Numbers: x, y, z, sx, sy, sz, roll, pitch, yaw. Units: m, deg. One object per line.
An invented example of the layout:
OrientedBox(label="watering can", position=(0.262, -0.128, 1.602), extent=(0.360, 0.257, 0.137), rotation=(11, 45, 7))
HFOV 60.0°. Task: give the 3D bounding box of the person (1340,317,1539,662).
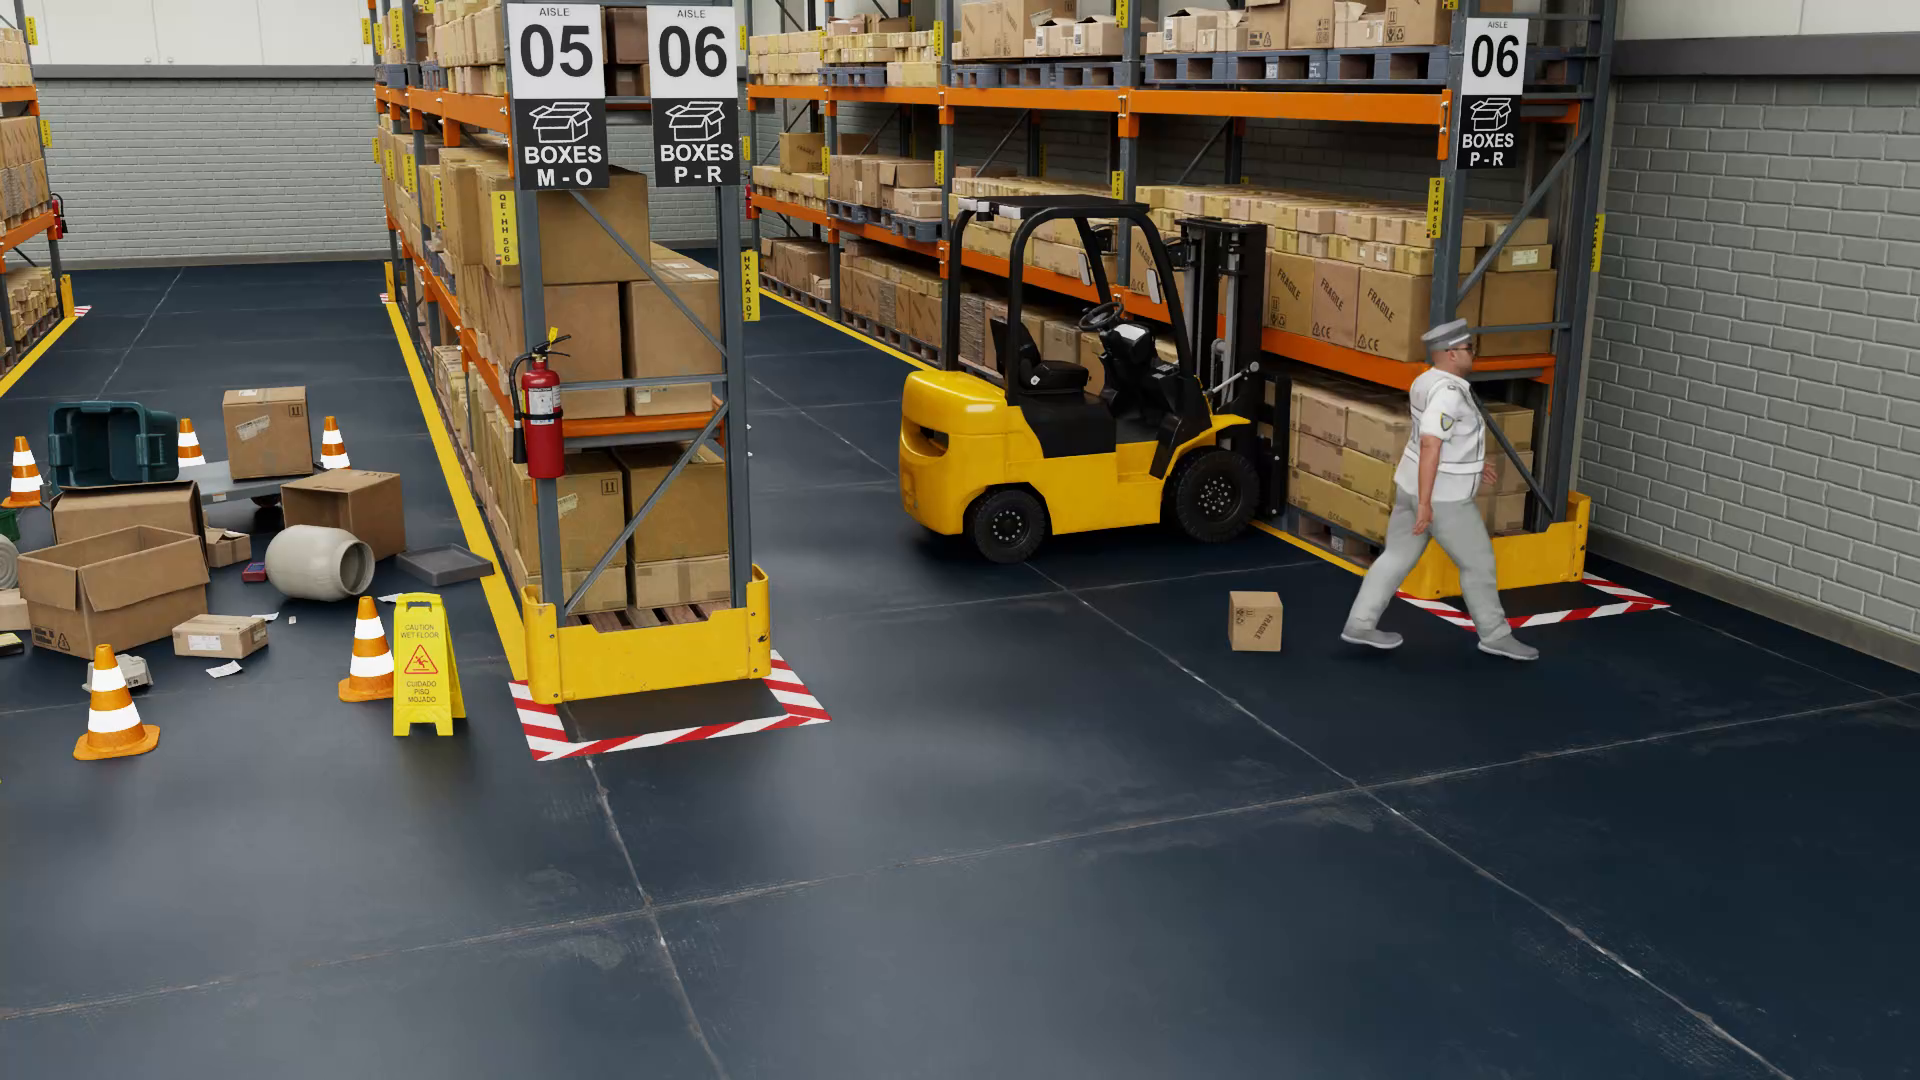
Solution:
OrientedBox(label="person", position=(2.480, -0.247, 8.416), extent=(1.003, 1.757, 0.585), rotation=(-2, 16, -8))
